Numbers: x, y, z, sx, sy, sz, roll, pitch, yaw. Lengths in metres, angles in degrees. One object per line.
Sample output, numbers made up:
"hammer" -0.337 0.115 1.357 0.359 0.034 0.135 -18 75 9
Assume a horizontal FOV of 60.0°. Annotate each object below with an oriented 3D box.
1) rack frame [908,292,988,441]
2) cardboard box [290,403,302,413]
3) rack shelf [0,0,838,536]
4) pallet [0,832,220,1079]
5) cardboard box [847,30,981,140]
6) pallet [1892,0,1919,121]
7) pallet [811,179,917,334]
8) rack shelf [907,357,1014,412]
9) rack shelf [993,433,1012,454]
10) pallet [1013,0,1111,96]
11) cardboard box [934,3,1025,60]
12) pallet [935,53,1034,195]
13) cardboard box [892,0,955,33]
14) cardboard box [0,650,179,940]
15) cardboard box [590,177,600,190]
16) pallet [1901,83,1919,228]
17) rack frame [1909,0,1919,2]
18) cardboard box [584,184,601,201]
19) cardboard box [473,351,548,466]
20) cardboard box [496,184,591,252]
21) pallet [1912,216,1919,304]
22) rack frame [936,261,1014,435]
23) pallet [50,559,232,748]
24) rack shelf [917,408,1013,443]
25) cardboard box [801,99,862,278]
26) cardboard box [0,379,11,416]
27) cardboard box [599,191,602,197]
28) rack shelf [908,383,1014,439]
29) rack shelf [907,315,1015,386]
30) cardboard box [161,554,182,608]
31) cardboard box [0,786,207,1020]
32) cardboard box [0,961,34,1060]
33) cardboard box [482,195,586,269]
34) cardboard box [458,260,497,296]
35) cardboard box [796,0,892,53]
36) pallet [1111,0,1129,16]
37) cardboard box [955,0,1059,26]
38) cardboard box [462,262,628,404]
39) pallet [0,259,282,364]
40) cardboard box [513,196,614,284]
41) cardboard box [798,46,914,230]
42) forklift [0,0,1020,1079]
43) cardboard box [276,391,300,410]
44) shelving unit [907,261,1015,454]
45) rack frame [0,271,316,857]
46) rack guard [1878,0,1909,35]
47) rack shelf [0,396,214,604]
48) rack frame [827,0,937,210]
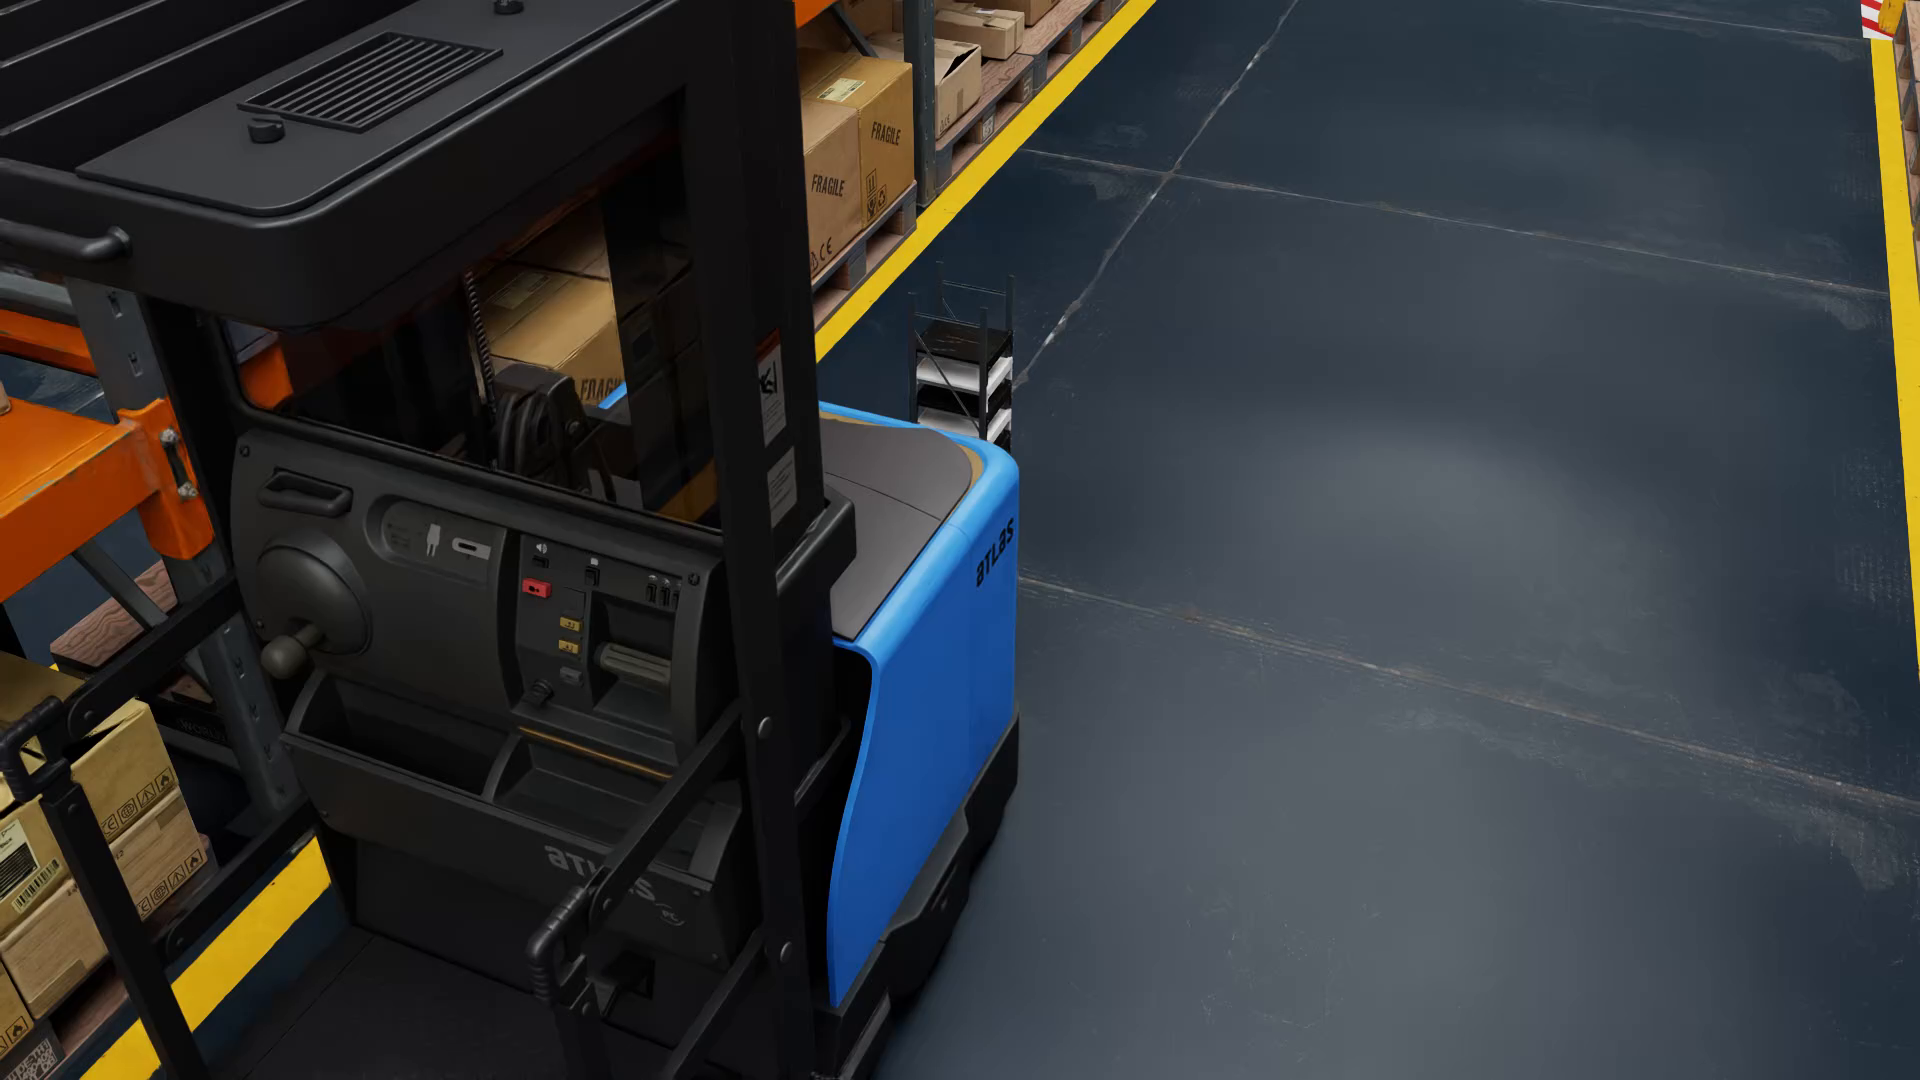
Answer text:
"rack frame" -0.036 -0.309 4.911 0.240 0.900 0.006 14 39 18
"cardboard box" -1.972 -0.299 4.864 0.500 0.500 0.500 15 39 20
"rack shelf" -1.350 -1.372 5.180 1.077 0.370 4.000 14 39 18
"pallet" -2.460 1.011 3.720 1.003 0.211 1.213 14 39 18
"cardboard box" -0.229 -2.049 7.365 0.500 0.311 0.500 14 39 18
"pallet" 5.163 -2.287 8.133 1.003 0.211 1.213 14 39 18
"pallet" -0.863 -1.191 6.667 1.003 0.211 1.213 14 39 18
"rack shelf" 0.003 -0.482 4.899 0.258 0.077 0.200 14 39 18
"rack shelf" 0.003 -0.266 5.060 0.258 0.077 0.200 14 39 18
"pallet" 0.136 -2.708 8.697 1.003 0.211 1.213 14 39 18
"cardboard box" 0.091 -2.473 8.052 0.380 0.166 0.250 14 39 18
"pallet" -0.326 -2.030 7.790 1.003 0.211 1.213 14 39 18
"cardboard box" -0.349 -2.662 8.184 0.500 0.311 0.500 14 39 18
"cardboard box" -2.082 0.502 3.550 0.500 0.311 0.500 15 39 19
"cardboard box" -1.378 -1.476 5.814 0.500 0.250 0.500 14 39 18
"pallet" 4.697 -1.613 7.232 1.003 0.211 1.213 14 39 18
"rack frame" 5.513 -3.851 7.897 1.000 3.000 0.127 14 39 18
"cardboard box" -1.388 -1.157 6.013 0.500 0.500 0.500 14 39 18
"cardboard box" -1.479 -0.205 4.740 0.500 0.500 0.500 12 39 16
"cardboard box" -1.569 -1.199 5.442 0.500 0.250 0.500 13 39 17
"pallet" 4.235 -0.936 6.325 1.003 0.211 1.213 14 39 18
"rack frame" 0.042 -0.421 5.062 0.240 0.900 0.006 14 39 18
"pallet" -1.791 0.160 4.860 1.003 0.211 1.213 14 39 18
"rack shelf" 0.003 -0.338 5.007 0.258 0.077 0.200 14 39 18
"cardboard box" -0.707 -1.332 6.247 0.500 0.500 0.500 14 39 18
"cardboard box" -2.289 -0.325 3.254 0.500 0.311 0.500 16 40 21
"cardboard box" -0.898 -1.054 5.875 0.500 0.500 0.500 14 39 18
"rack shelf" 0.003 -0.410 4.953 0.258 0.077 0.200 14 39 18
"rack shelf" 0.003 -0.555 4.845 0.258 0.077 0.200 14 39 18
"cardboard box" -1.673 0.086 4.350 0.500 0.500 0.500 15 39 20
"cardboard box" -2.085 0.728 3.717 0.500 0.250 0.500 15 39 19
"cardboard box" -2.278 1.014 3.334 0.500 0.250 0.500 13 39 17
"cardboard box" -1.581 -0.877 5.638 0.500 0.500 0.500 12 39 16
"cardboard box" -1.775 -0.585 5.248 0.500 0.500 0.500 12 39 16
"cardboard box" -0.634 -2.322 7.572 0.500 0.500 0.500 14 39 18
"pallet" 0.602 -3.381 9.597 1.003 0.211 1.213 14 39 18
"cardboard box" 0.122 -2.985 8.455 0.797 0.503 0.637 14 39 18
"cardboard box" -1.284 -0.482 5.110 0.500 0.500 0.500 13 39 17
"pallet" -1.918 -0.867 4.064 1.213 0.211 1.003 14 39 18
"cardboard box" -1.090 -0.772 5.498 0.500 0.500 0.500 13 39 16
"cardboard box" -0.511 -1.603 6.610 0.500 0.500 0.500 14 39 17
"forklift" -0.903 0.169 2.575 1.130 2.935 3.031 15 39 19
"cardboard box" -1.954 -0.631 4.683 0.500 0.250 0.500 15 39 19
"shelving unit" 0.003 -0.365 4.987 0.258 0.900 0.210 14 39 18
"rack frame" -2.111 -0.552 3.484 1.000 3.000 0.127 14 39 18
"rack guard" 5.510 -2.866 8.667 1.175 0.500 0.348 14 39 18
"rack shelf" -2.872 0.843 2.217 1.077 0.370 4.000 14 39 18
"rack frame" -0.589 -2.767 6.446 1.000 3.000 0.127 14 39 18
